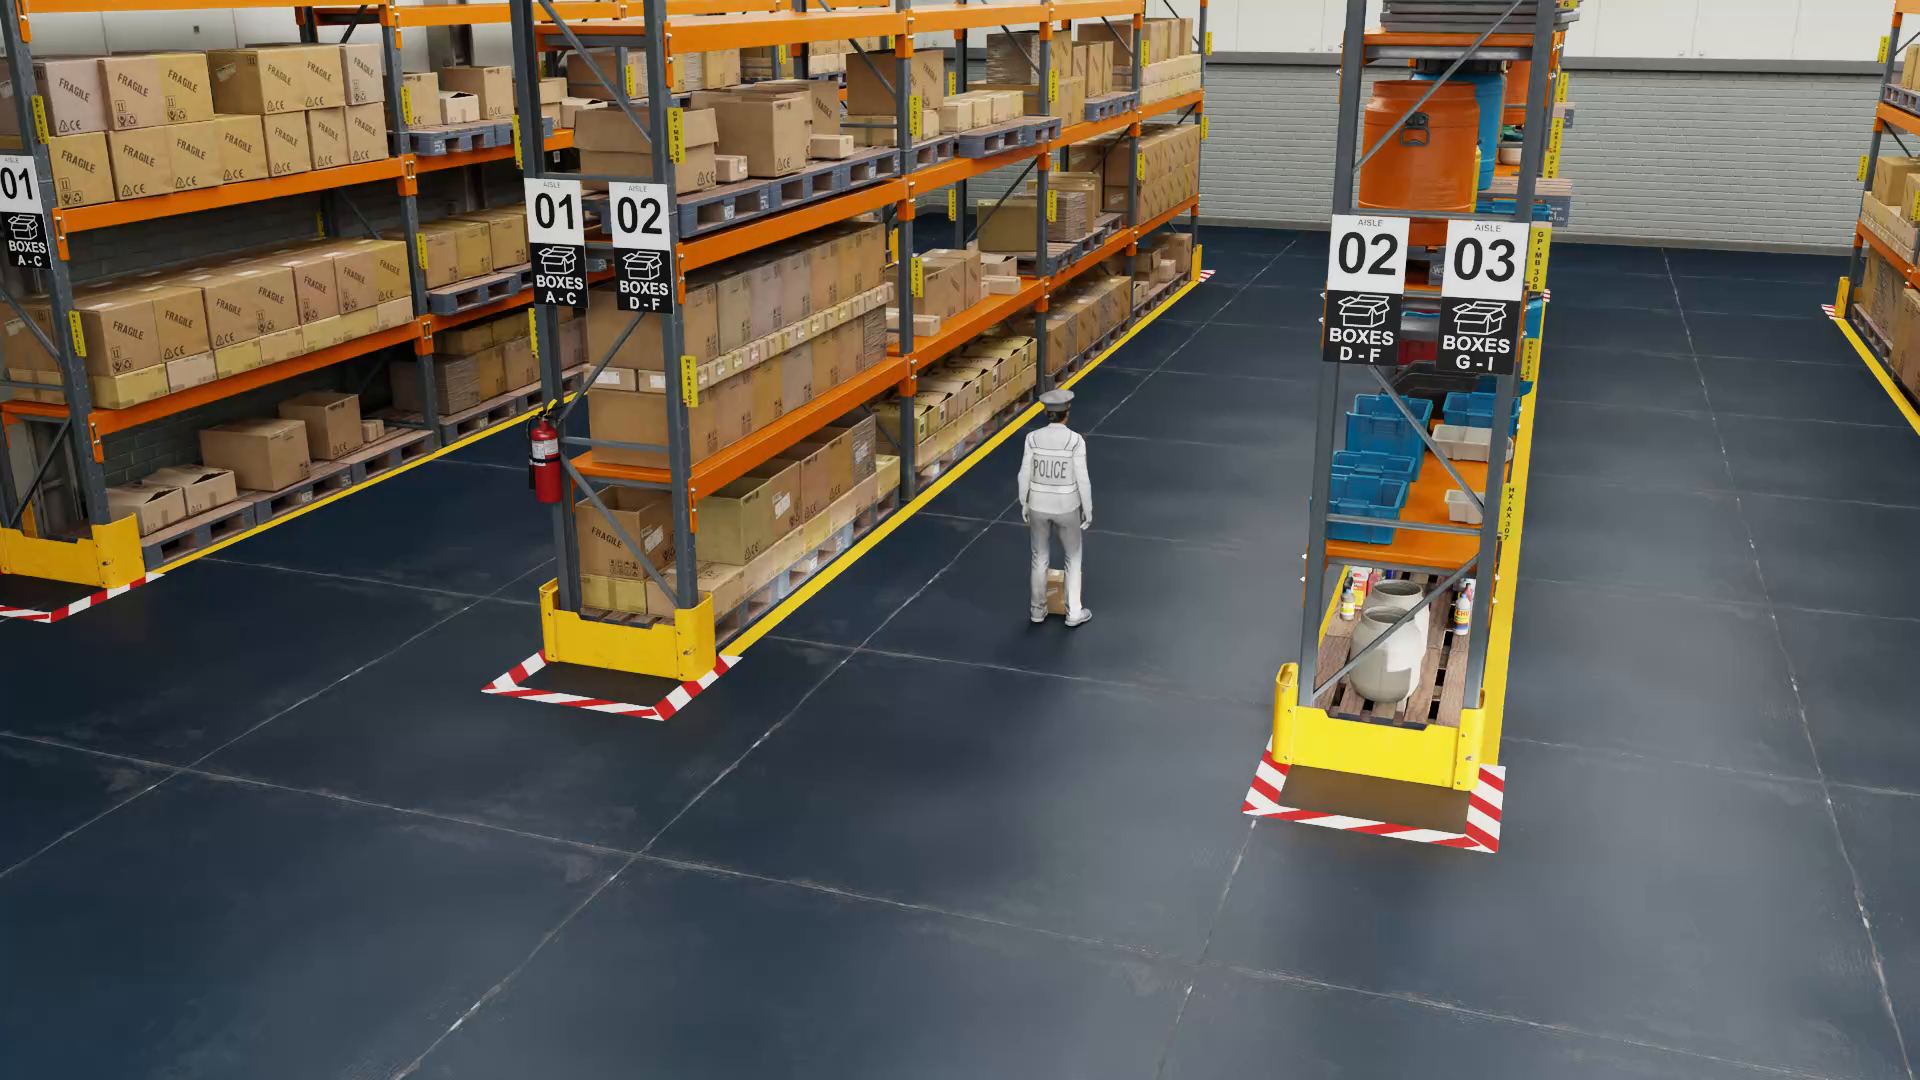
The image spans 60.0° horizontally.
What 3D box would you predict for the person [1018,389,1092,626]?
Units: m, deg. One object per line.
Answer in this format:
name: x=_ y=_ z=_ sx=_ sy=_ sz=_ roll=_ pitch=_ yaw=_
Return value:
person: x=0.670 y=-0.214 z=11.686 sx=0.530 sy=1.663 sz=0.371 roll=7 pitch=20 yaw=19
